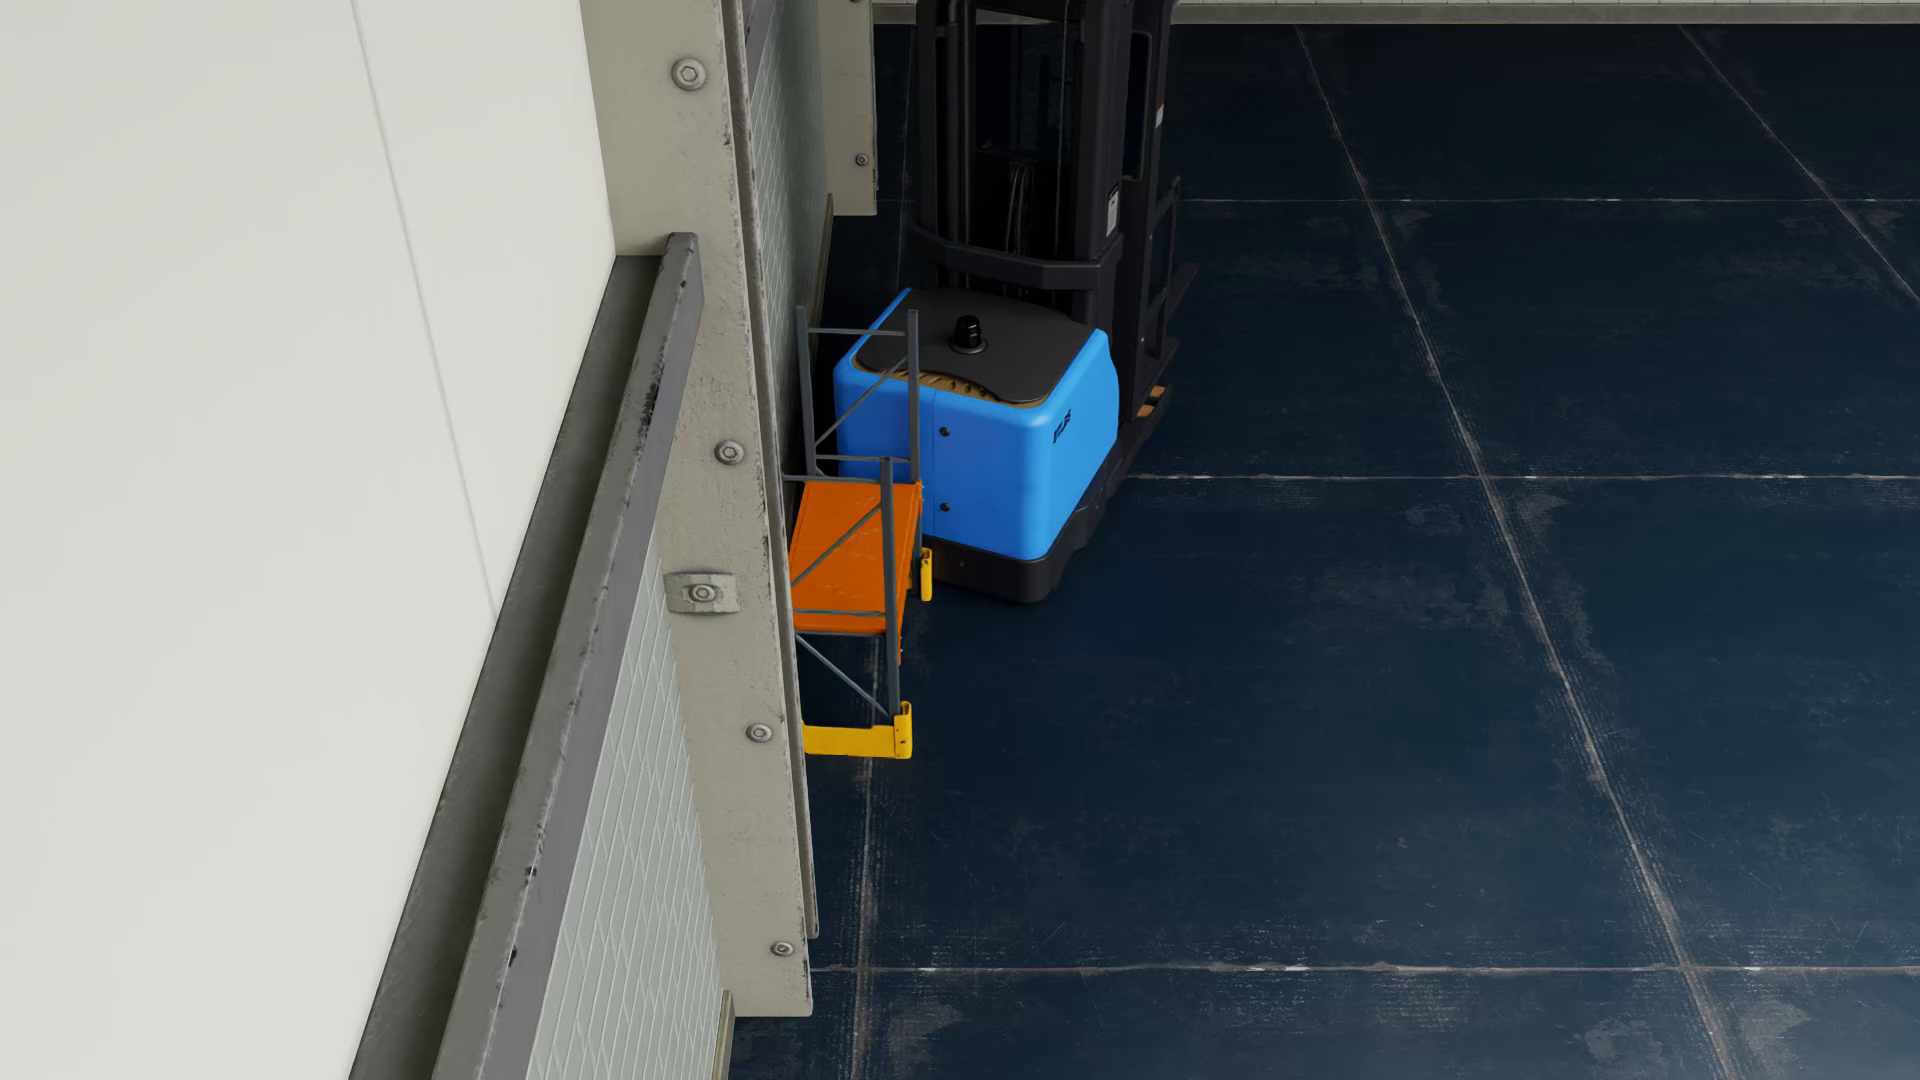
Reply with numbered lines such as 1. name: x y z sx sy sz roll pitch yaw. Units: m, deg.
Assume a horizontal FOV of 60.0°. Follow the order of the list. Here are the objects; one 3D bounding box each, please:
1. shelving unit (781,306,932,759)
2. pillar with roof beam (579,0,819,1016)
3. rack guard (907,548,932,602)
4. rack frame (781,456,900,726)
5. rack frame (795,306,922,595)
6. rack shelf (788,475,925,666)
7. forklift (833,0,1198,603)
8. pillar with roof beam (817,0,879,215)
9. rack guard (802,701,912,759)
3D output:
1. shelving unit: -0.459 -0.029 6.832 0.587 1.500 1.083 3 39 3
2. pillar with roof beam: 3.625 -1.952 3.236 9.100 9.000 0.400 0 39 0
3. rack guard: -0.423 0.149 7.610 0.587 0.250 0.087 3 39 3
4. rack frame: -0.494 0.283 6.443 0.500 1.500 0.032 3 39 3
5. rack frame: -0.422 -0.351 7.235 0.500 1.500 0.032 3 39 3
6. rack shelf: -0.458 0.106 6.951 0.538 0.185 1.000 3 39 3
7. forklift: 0.473 -1.780 7.873 1.130 2.935 3.031 15 41 18
8. pillar with roof beam: 3.618 -5.704 7.918 9.100 9.000 0.400 0 39 0
9. rack guard: -0.494 0.770 6.835 0.587 0.250 0.087 3 39 3
